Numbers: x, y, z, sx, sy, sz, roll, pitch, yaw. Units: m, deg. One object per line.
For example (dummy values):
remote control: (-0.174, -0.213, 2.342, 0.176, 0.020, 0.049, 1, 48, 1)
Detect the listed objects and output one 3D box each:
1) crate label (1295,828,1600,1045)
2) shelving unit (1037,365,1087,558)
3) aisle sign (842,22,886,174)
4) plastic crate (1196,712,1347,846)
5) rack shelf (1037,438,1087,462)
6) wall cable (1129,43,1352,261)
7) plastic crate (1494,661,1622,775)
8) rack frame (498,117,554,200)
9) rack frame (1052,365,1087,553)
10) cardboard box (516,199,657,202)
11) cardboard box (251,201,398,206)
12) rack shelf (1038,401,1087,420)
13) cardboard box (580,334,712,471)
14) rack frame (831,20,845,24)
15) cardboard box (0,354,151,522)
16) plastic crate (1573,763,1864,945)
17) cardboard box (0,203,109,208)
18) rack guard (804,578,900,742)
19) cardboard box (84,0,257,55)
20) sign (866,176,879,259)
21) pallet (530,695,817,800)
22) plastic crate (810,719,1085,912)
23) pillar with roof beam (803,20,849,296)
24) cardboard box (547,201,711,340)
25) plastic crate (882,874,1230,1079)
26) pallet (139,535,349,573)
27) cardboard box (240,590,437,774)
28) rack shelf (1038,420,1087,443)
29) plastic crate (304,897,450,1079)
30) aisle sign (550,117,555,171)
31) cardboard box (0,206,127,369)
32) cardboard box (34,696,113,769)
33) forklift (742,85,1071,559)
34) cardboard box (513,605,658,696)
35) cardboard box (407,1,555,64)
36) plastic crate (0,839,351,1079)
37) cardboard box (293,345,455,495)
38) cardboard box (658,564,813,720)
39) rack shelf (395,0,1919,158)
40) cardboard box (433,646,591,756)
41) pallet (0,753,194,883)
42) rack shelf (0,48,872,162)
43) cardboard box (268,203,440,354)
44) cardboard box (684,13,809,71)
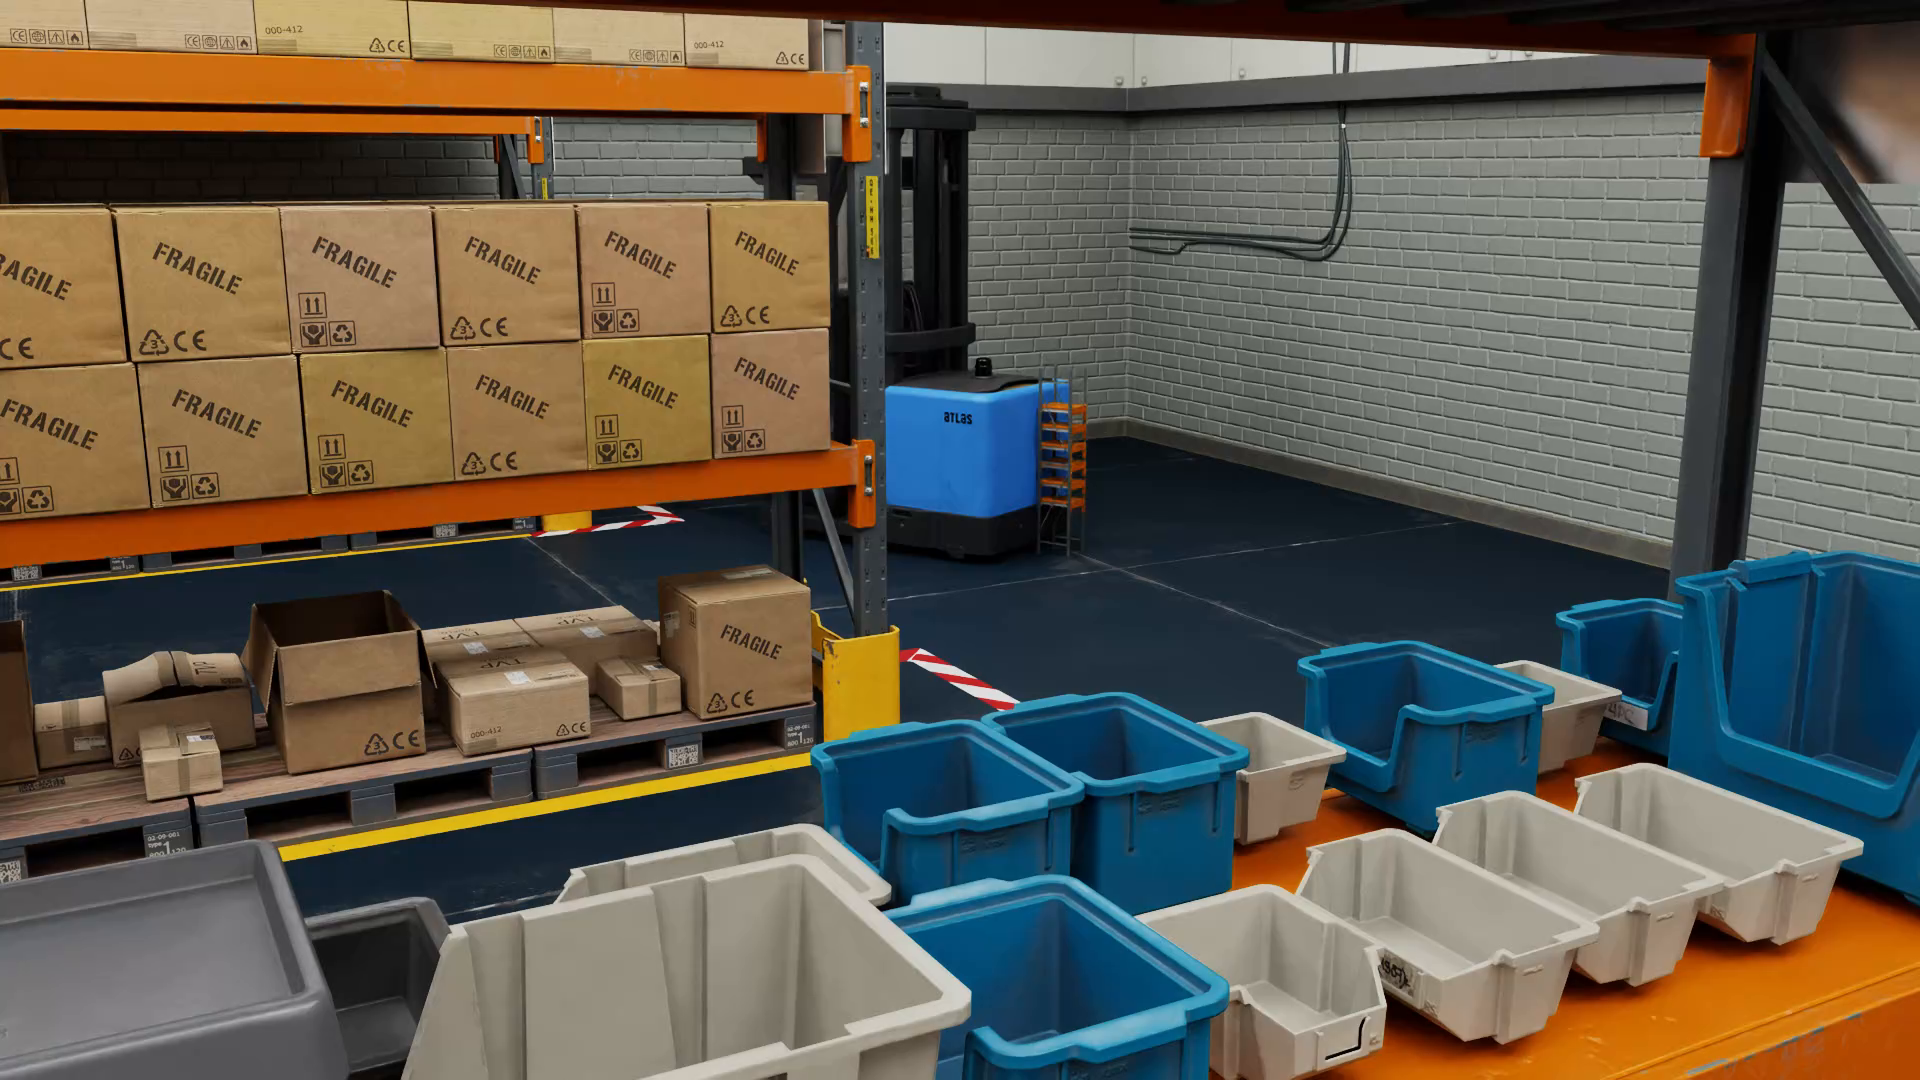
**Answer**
crate label: (0.646, 0.549, 2.300, 0.243, 0.136, 0.396, -7, 14, -28)
shelving unit: (0.650, -0.500, 10.600, 0.258, 1.200, 0.189, 8, 15, 33)
aisle sign: (-0.394, -1.904, 6.816, 0.004, 0.787, 0.394, -7, 14, -28)
plastic crate: (0.478, 0.419, 2.881, 0.298, 0.136, 0.250, -7, 14, -28)
rack shelf: (0.650, -0.574, 10.583, 0.258, 0.103, 0.180, 8, 15, 33)
wall cable: (2.158, -3.580, 13.592, 0.112, 2.526, 3.097, -7, 14, -28)
plastic crate: (1.073, 0.347, 3.198, 0.298, 0.136, 0.250, -7, 14, -28)
rack frame: (-2.978, -1.642, 11.572, 0.127, 3.000, 1.000, -7, 14, -28)
rack frame: (0.701, -0.517, 10.674, 0.240, 1.200, 0.006, 8, 15, 33)
cardboard box: (-1.572, -1.172, 6.979, 0.500, 0.500, 0.500, -7, 14, -27)
cardboard box: (-2.459, -1.066, 6.511, 0.500, 0.500, 0.500, -7, 14, -28)
rack shelf: (0.650, -0.808, 10.531, 0.258, 0.103, 0.180, 8, 15, 33)
cardboard box: (-1.317, -0.581, 6.633, 0.500, 0.500, 0.500, -7, 14, -27)
rack frame: (-0.601, -3.614, 6.673, 0.127, 3.000, 1.000, -7, 14, -28)
cardboard box: (-3.086, -0.371, 5.698, 0.500, 0.500, 0.500, -7, 14, -27)
plastic crate: (1.140, 0.488, 2.575, 0.243, 0.136, 0.396, -7, 14, -28)
cardboard box: (-3.344, -0.961, 6.041, 0.500, 0.500, 0.500, -7, 15, -29)
rack guard: (-0.668, 0.540, 7.571, 0.348, 0.500, 1.175, -7, 14, -28)
cardboard box: (-2.686, -1.764, 5.627, 0.500, 0.250, 0.500, -7, 14, -28)
sign: (-0.353, -1.297, 6.686, 0.005, 0.325, 0.100, -7, 14, -28)
pallet: (-1.367, 0.765, 7.229, 1.213, 0.211, 1.003, -7, 14, -28)
plastic crate: (-0.025, 0.453, 2.511, 0.300, 0.233, 0.416, -7, 14, -28)
pillar with roof beam: (1.040, -4.190, 9.230, 0.400, 9.000, 9.100, -7, 14, -28)
cardboard box: (-1.303, -1.071, 6.531, 0.500, 0.500, 0.500, -6, 14, -26)
plastic crate: (0.089, 0.585, 1.921, 0.300, 0.233, 0.416, -7, 14, -28)
pallet: (-4.712, -0.055, 10.871, 1.213, 0.211, 1.003, -7, 14, -28)
cardboard box: (-2.465, 0.538, 6.571, 0.637, 0.503, 0.797, -7, 14, -28)
rack shelf: (0.650, -0.691, 10.557, 0.258, 0.103, 0.180, 8, 15, 33)
plastic crate: (-0.888, 0.624, 1.996, 0.590, 0.125, 0.437, -7, 14, -28)
aisle sign: (-2.771, -2.860, 11.063, 0.004, 0.787, 0.394, -7, 14, -28)
cardboard box: (-3.111, -0.853, 5.562, 0.500, 0.500, 0.500, -7, 15, -30)
cardboard box: (-3.447, 0.744, 6.463, 0.250, 0.149, 0.380, -7, 14, -28)
forklift: (-0.756, -1.539, 11.274, 3.031, 2.935, 1.130, 9, 15, 35)
cardboard box: (-1.653, 0.494, 7.341, 0.500, 0.250, 0.500, -7, 14, -28)
cardboard box: (-1.802, -1.867, 6.084, 0.500, 0.250, 0.500, -7, 14, -28)
plastic crate: (-0.838, 0.582, 1.408, 0.583, 0.464, 0.402, -7, 14, -28)
cardboard box: (-2.200, -0.477, 6.169, 0.500, 0.500, 0.500, -7, 14, -29)
cardboard box: (-0.960, 0.422, 7.093, 0.500, 0.500, 0.500, -7, 14, -28)
rack shelf: (0.014, -0.635, 1.903, 4.000, 0.370, 1.077, -7, 14, -28)
cardboard box: (-1.809, 0.638, 6.702, 0.500, 0.250, 0.500, -7, 14, -28)
pallet: (-3.509, 1.022, 6.089, 1.213, 0.211, 1.003, -7, 14, -28)
rack shelf: (-2.357, -1.589, 6.147, 4.000, 0.370, 1.077, -7, 14, -28)
cardboard box: (-2.207, -0.961, 6.044, 0.500, 0.500, 0.500, -6, 14, -26)
cardboard box: (-0.926, -1.973, 6.553, 0.500, 0.250, 0.500, -7, 14, -28)
